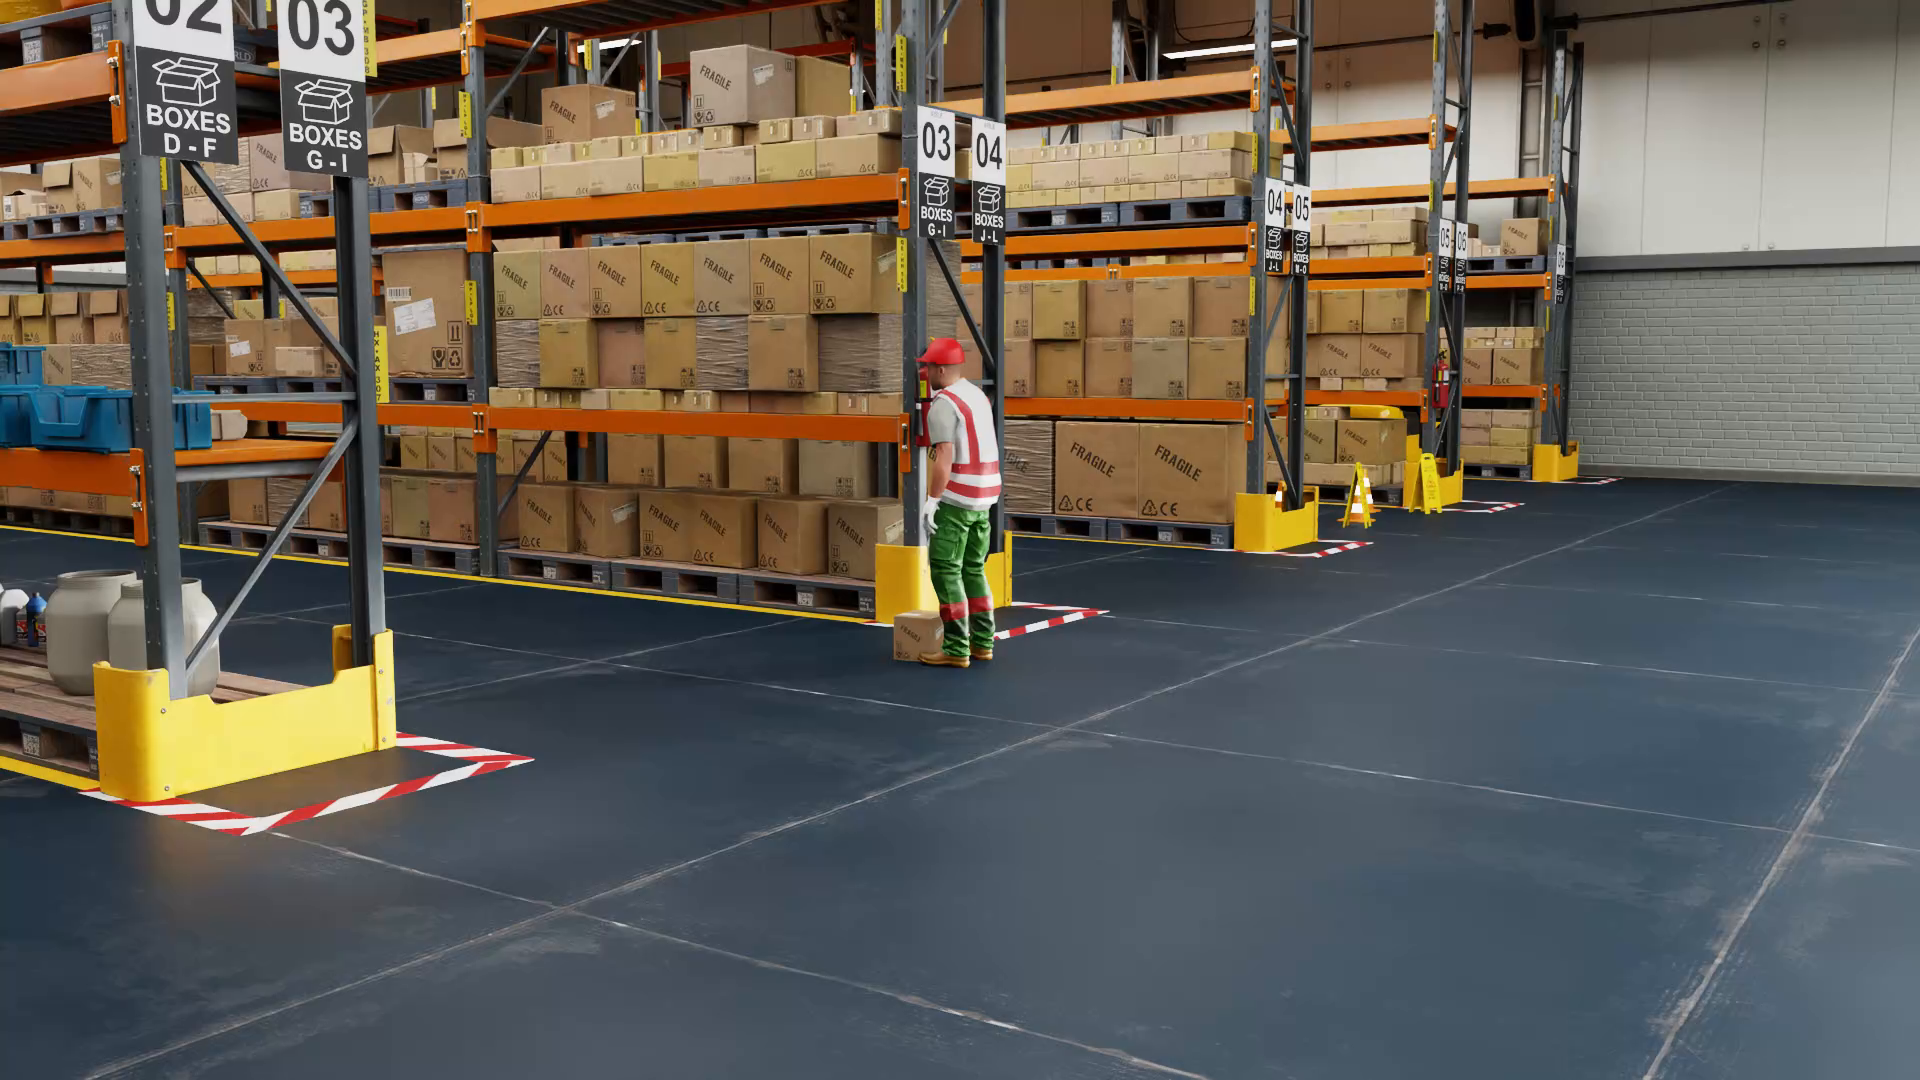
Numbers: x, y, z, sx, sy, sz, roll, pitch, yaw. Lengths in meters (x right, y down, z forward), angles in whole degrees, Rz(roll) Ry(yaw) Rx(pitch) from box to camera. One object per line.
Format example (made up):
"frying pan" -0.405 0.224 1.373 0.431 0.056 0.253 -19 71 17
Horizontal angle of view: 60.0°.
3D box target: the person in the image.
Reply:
"person" -0.020 -0.208 9.059 0.451 1.779 0.618 4 7 30
